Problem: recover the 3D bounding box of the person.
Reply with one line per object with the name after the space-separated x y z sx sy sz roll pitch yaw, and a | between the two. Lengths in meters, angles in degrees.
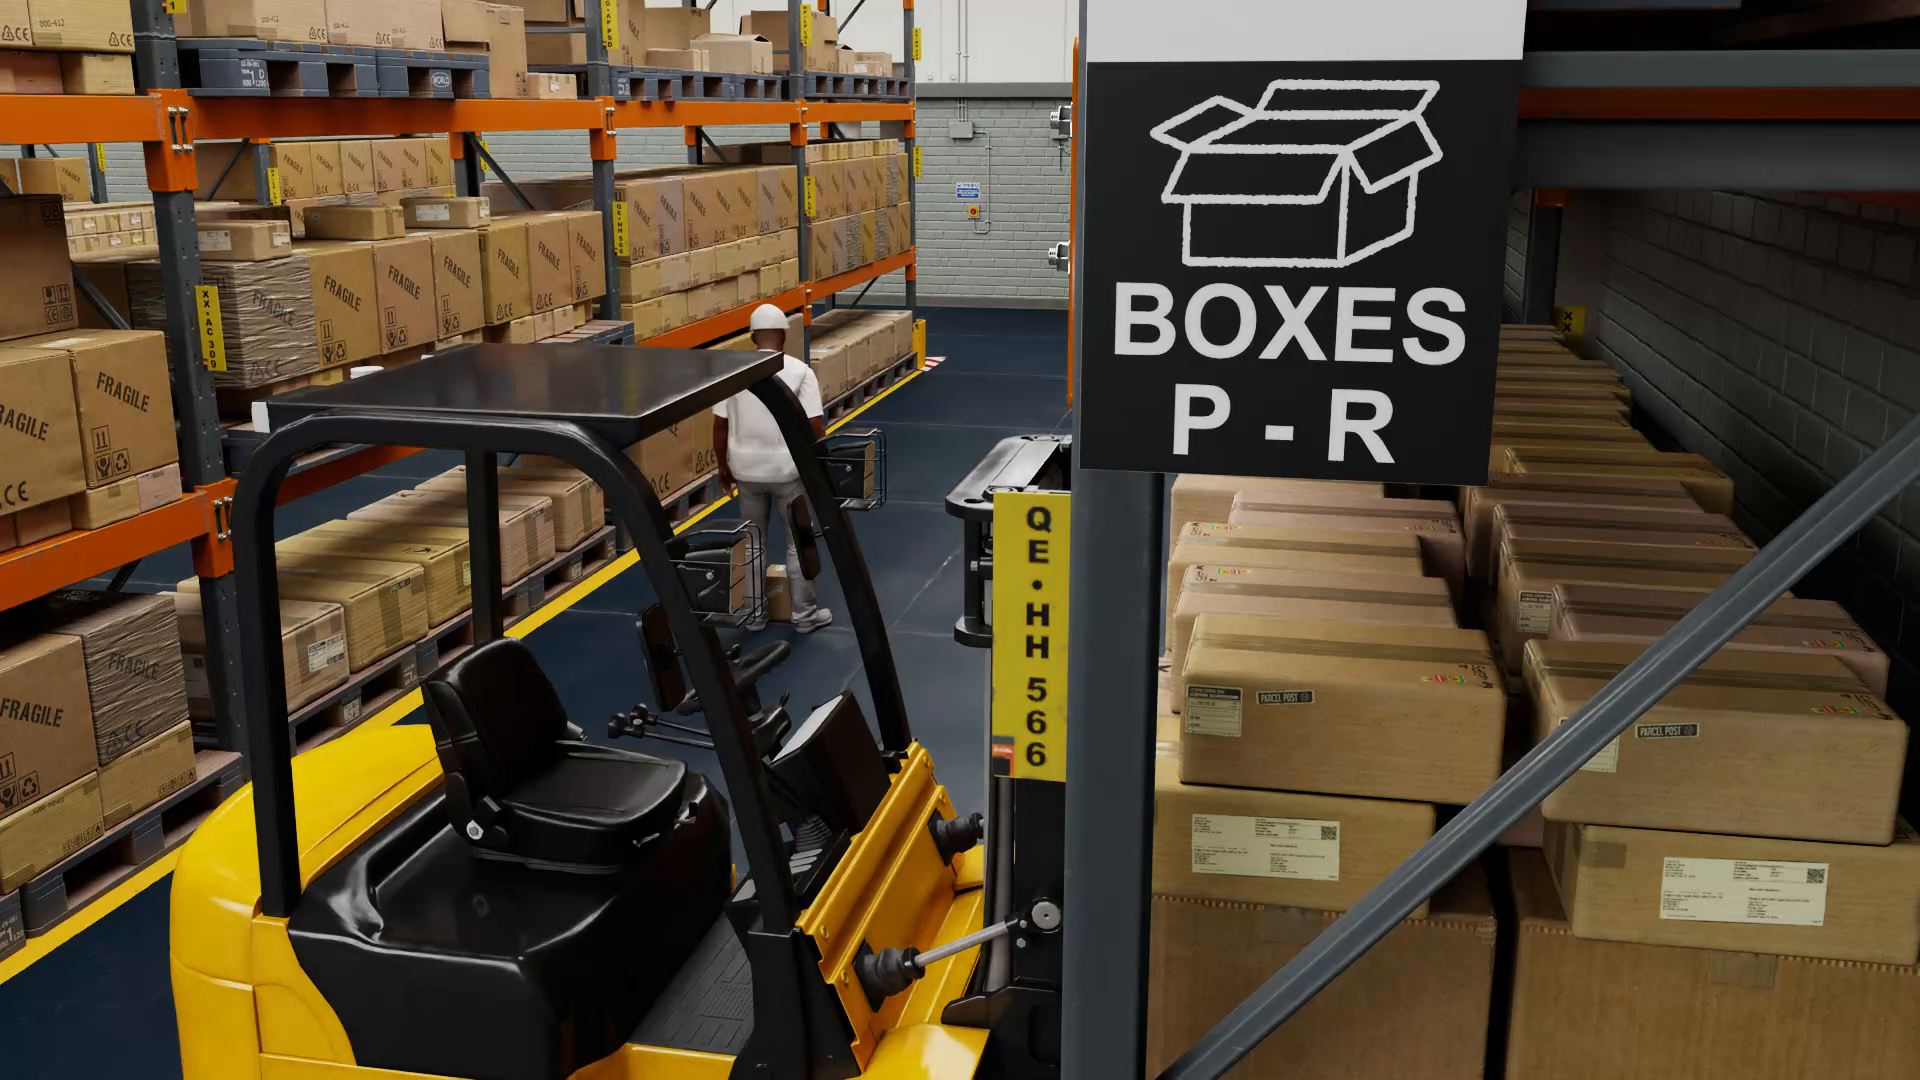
-1.002 -0.380 8.939 0.632 1.760 0.463 3 15 10 | person
